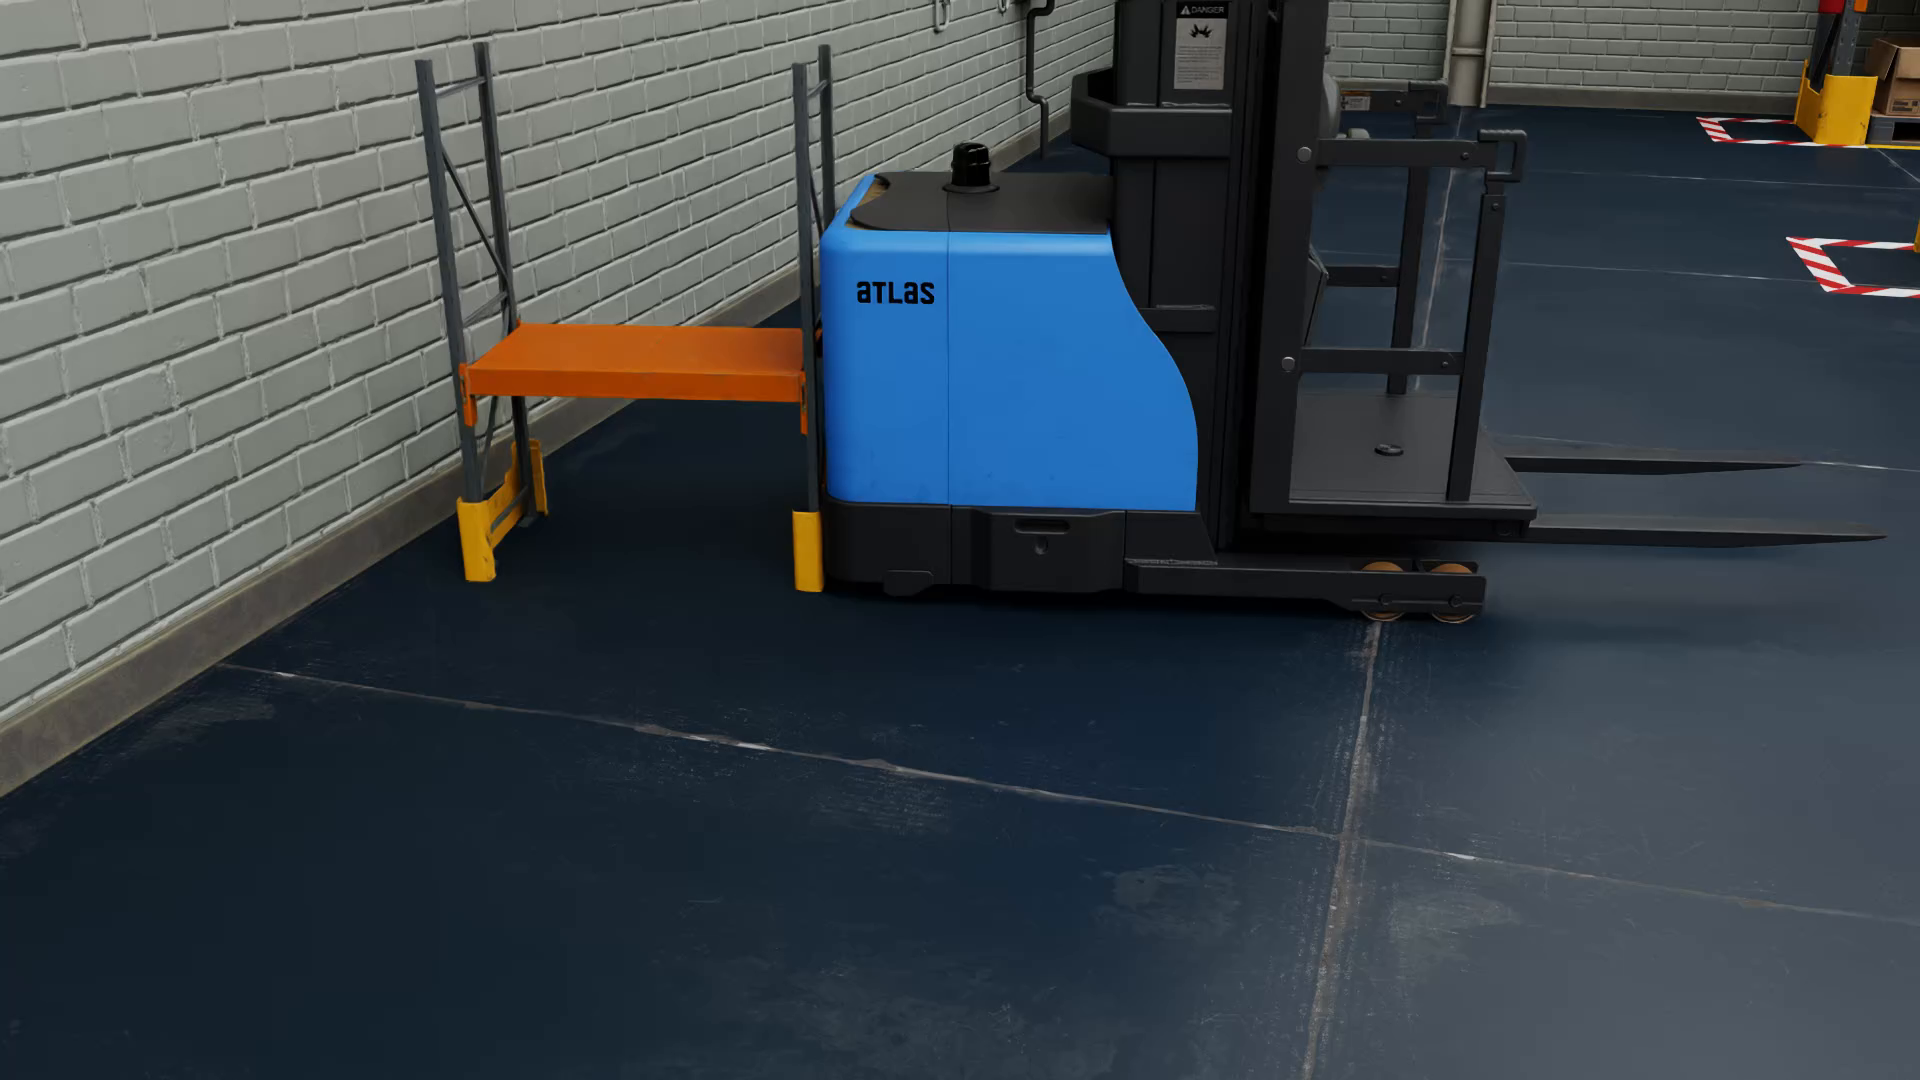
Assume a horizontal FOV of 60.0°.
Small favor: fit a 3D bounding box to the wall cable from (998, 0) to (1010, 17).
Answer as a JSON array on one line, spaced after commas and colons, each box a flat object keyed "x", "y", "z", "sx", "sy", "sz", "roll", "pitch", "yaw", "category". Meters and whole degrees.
[{"x": 0.289, "y": -4.374, "z": 10.642, "sx": 0.122, "sy": 1.984, "sz": 0.588, "roll": 7, "pitch": 23, "yaw": 16, "category": "wall cable"}]

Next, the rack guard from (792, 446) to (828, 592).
[{"x": -0.427, "y": -0.073, "z": 5.119, "sx": 0.087, "sy": 0.250, "sz": 0.587, "roll": 2, "pitch": 22, "yaw": 4, "category": "rack guard"}]

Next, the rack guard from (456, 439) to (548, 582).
[{"x": -1.420, "y": -0.101, "z": 5.186, "sx": 0.087, "sy": 0.250, "sz": 0.587, "roll": 2, "pitch": 22, "yaw": 4, "category": "rack guard"}]

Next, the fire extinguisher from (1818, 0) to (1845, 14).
[{"x": 6.451, "y": -4.221, "z": 12.202, "sx": 0.183, "sy": 0.674, "sz": 0.296, "roll": 7, "pitch": 23, "yaw": 16, "category": "fire extinguisher"}]

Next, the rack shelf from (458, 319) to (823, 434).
[{"x": -0.915, "y": -0.499, "z": 4.983, "sx": 1.000, "sy": 0.185, "sz": 0.538, "roll": 2, "pitch": 22, "yaw": 4, "category": "rack shelf"}]

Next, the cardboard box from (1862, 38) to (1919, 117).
[{"x": 7.284, "y": -3.519, "z": 12.633, "sx": 0.637, "sy": 0.503, "sz": 0.797, "roll": 6, "pitch": 23, "yaw": 13, "category": "cardboard box"}]

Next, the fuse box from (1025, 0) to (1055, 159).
[{"x": 0.637, "y": -3.538, "z": 11.641, "sx": 0.414, "sy": 1.711, "sz": 0.539, "roll": 7, "pitch": 23, "yaw": 16, "category": "fuse box"}]

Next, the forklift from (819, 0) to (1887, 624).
[{"x": 1.145, "y": -1.329, "z": 4.648, "sx": 3.031, "sy": 2.935, "sz": 1.130, "roll": 2, "pitch": 22, "yaw": 4, "category": "forklift"}]

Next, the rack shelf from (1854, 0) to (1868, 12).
[{"x": 8.640, "y": -4.029, "z": 12.089, "sx": 4.000, "sy": 0.370, "sz": 1.077, "roll": 7, "pitch": 23, "yaw": 16, "category": "rack shelf"}]

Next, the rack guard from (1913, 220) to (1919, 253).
[{"x": 5.272, "y": -1.624, "z": 8.570, "sx": 0.348, "sy": 0.500, "sz": 1.175, "roll": 7, "pitch": 23, "yaw": 16, "category": "rack guard"}]

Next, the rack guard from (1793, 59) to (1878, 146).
[{"x": 6.798, "y": -3.417, "z": 12.941, "sx": 0.348, "sy": 0.500, "sz": 1.175, "roll": 7, "pitch": 23, "yaw": 16, "category": "rack guard"}]

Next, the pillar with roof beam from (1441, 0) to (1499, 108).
[{"x": 3.161, "y": -6.416, "z": 9.054, "sx": 0.400, "sy": 9.000, "sz": 9.100, "roll": 7, "pitch": 23, "yaw": 16, "category": "pillar with roof beam"}]

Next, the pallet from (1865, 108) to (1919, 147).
[{"x": 7.562, "y": -3.196, "z": 12.783, "sx": 1.213, "sy": 0.211, "sz": 1.003, "roll": 7, "pitch": 23, "yaw": 16, "category": "pallet"}]

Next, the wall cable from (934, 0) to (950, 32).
[{"x": -0.110, "y": -3.872, "z": 9.376, "sx": 0.123, "sy": 1.953, "sz": 0.585, "roll": 7, "pitch": 23, "yaw": 16, "category": "wall cable"}]

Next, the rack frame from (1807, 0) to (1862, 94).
[{"x": 6.725, "y": -4.581, "z": 12.487, "sx": 0.127, "sy": 3.000, "sz": 1.000, "roll": 7, "pitch": 23, "yaw": 16, "category": "rack frame"}]

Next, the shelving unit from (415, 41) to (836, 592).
[{"x": -0.924, "y": -0.665, "z": 4.916, "sx": 1.083, "sy": 1.500, "sz": 0.587, "roll": 2, "pitch": 22, "yaw": 4, "category": "shelving unit"}]

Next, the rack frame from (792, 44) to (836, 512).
[{"x": -0.408, "y": -0.651, "z": 4.881, "sx": 0.032, "sy": 1.500, "sz": 0.500, "roll": 2, "pitch": 22, "yaw": 4, "category": "rack frame"}]

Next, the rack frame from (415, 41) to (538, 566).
[{"x": -1.422, "y": -0.679, "z": 4.949, "sx": 0.032, "sy": 1.500, "sz": 0.500, "roll": 2, "pitch": 22, "yaw": 4, "category": "rack frame"}]
